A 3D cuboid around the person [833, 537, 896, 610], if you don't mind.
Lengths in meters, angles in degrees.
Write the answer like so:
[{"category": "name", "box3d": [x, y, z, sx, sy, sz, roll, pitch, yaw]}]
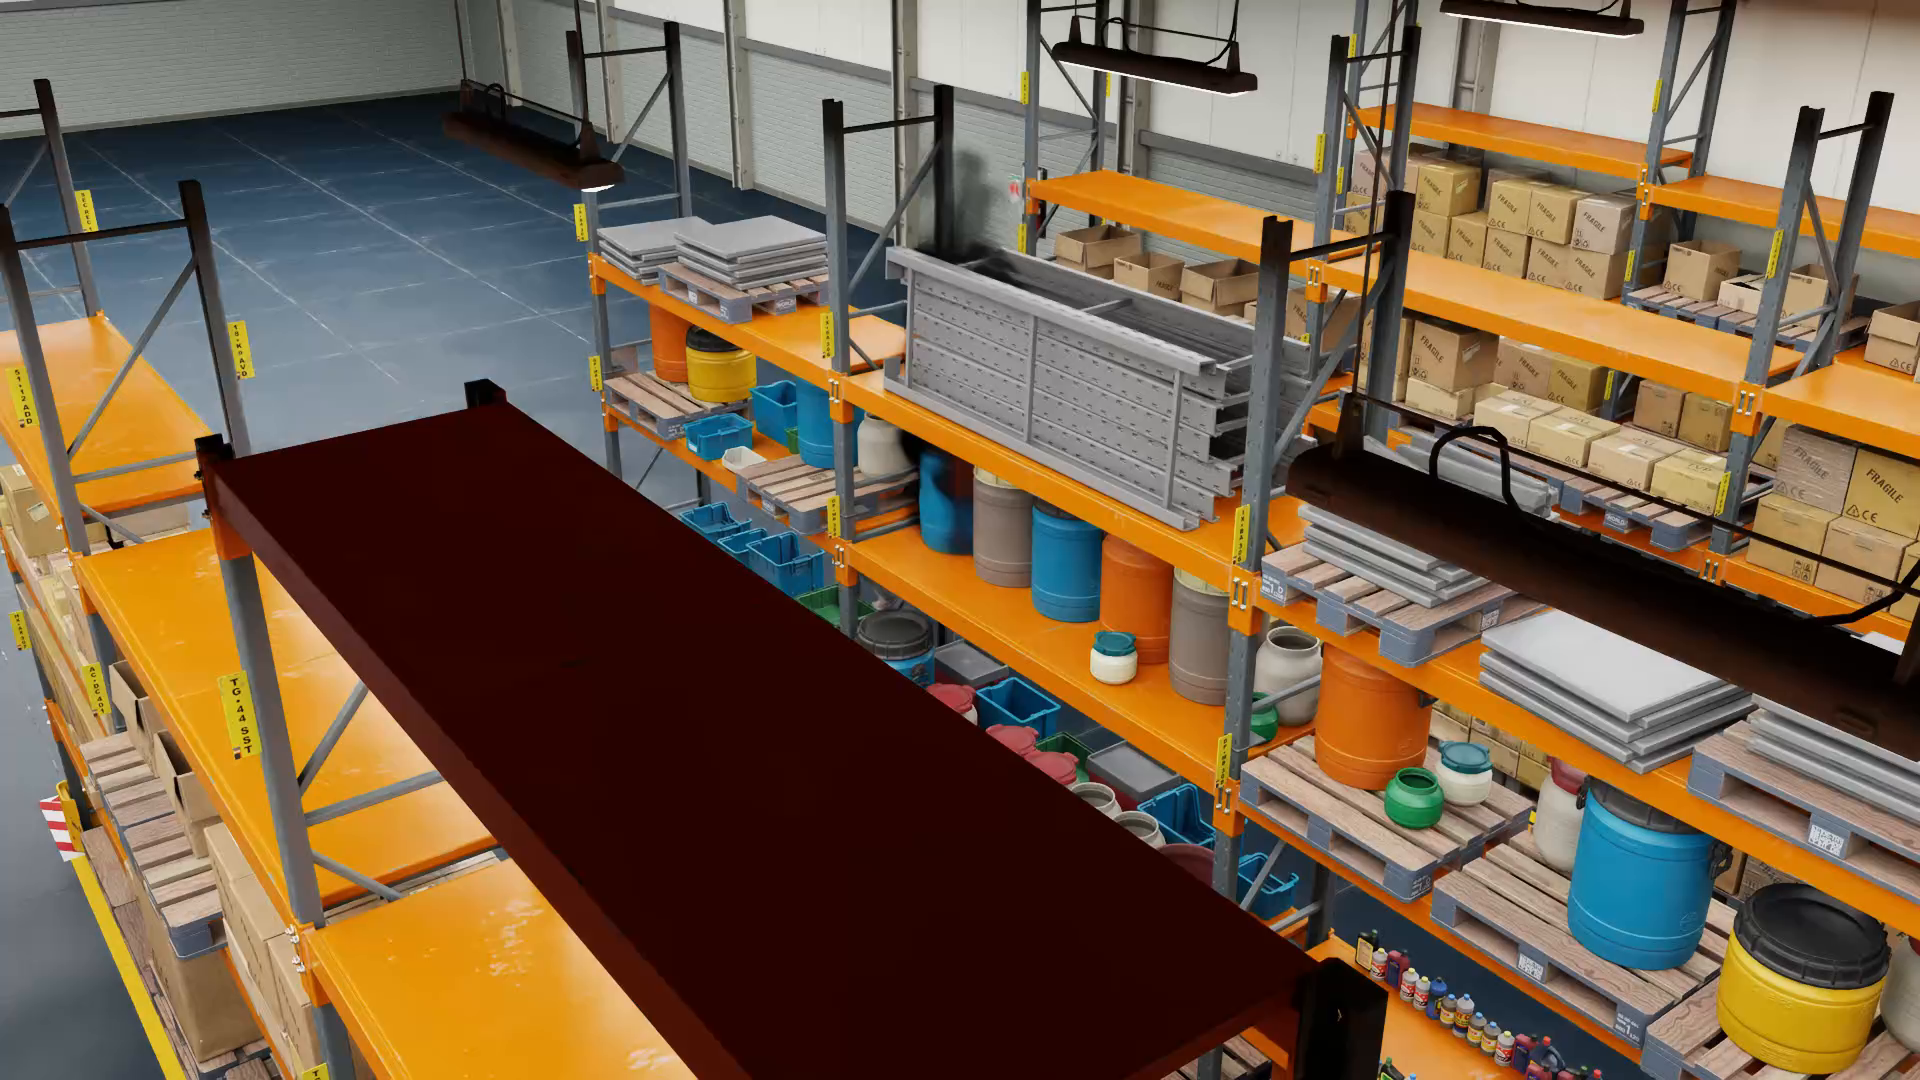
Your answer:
[{"category": "person", "box3d": [-1.037, -0.017, 17.073, 0.773, 1.703, 0.549, 3, 25, 5]}]
